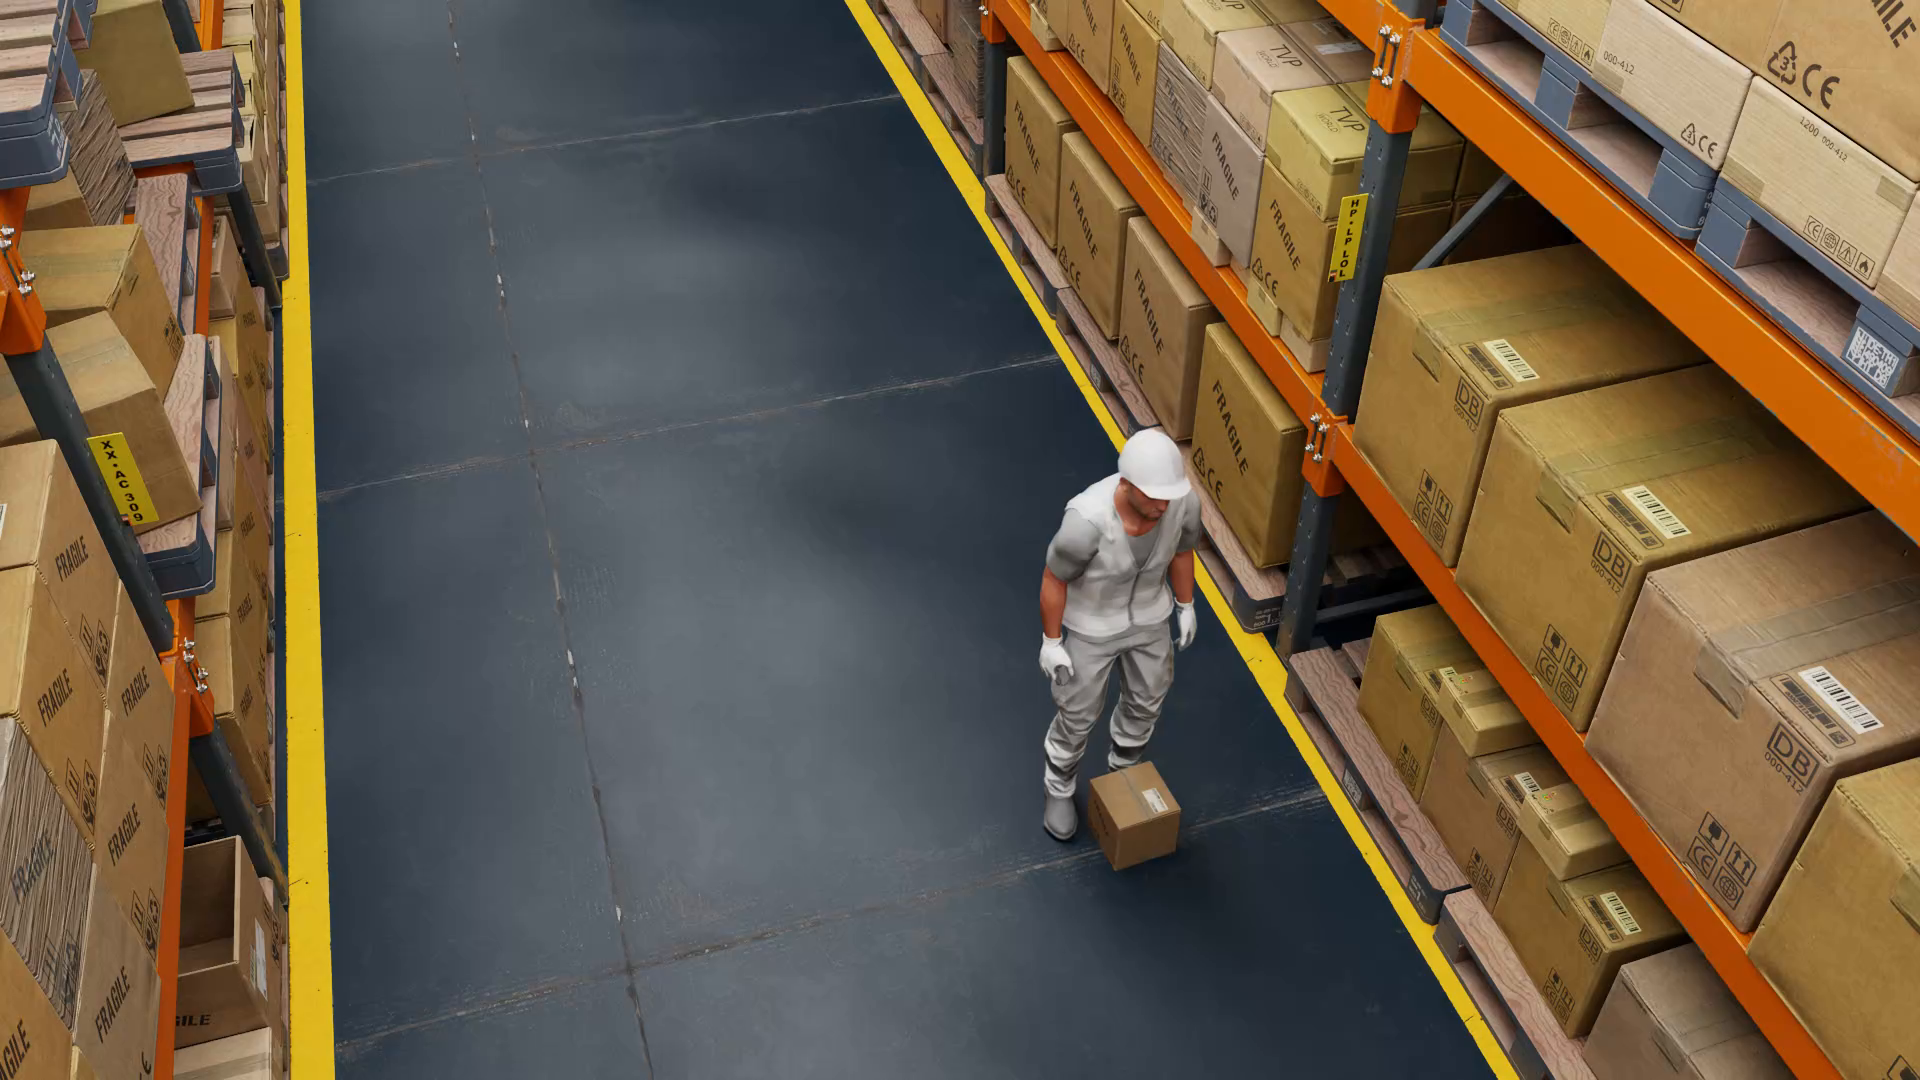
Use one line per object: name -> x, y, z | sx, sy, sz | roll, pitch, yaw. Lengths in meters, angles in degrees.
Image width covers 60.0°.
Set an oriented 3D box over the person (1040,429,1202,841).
person -> 0.556, 0.314, 5.800 | 0.604, 1.777, 0.452 | -14, 44, -15
